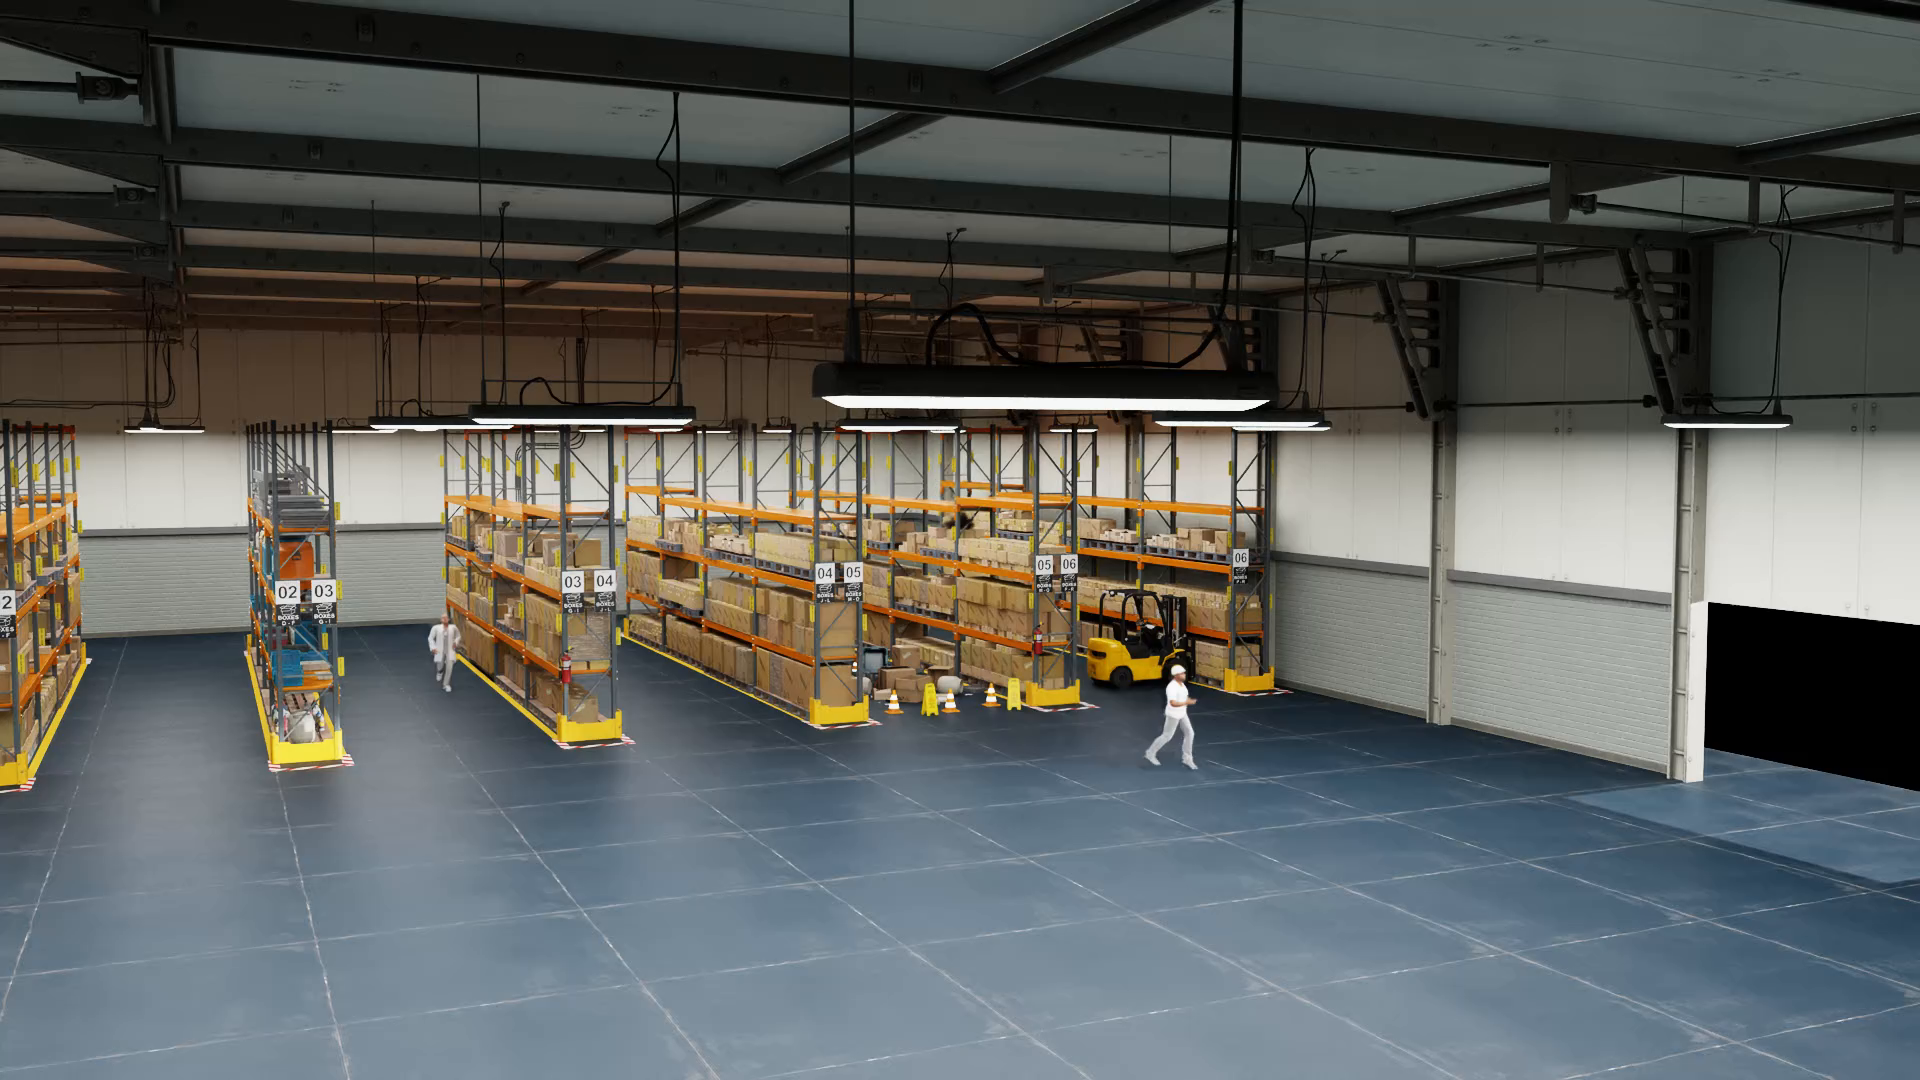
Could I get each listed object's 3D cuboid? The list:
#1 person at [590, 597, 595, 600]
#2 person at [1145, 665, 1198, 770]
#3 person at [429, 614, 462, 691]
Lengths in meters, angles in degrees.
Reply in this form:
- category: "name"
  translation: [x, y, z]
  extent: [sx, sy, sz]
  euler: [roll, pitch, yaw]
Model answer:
- category: "person"
  translation: [-10.432, 1.888, 47.667]
  extent: [0.684, 1.728, 0.642]
  euler: [1, 4, 13]
- category: "person"
  translation: [3.672, 3.050, 28.653]
  extent: [0.911, 1.812, 0.711]
  euler: [2, 4, 29]
- category: "person"
  translation: [-11.626, 2.519, 37.577]
  extent: [0.717, 1.714, 0.681]
  euler: [-1, 4, -19]
